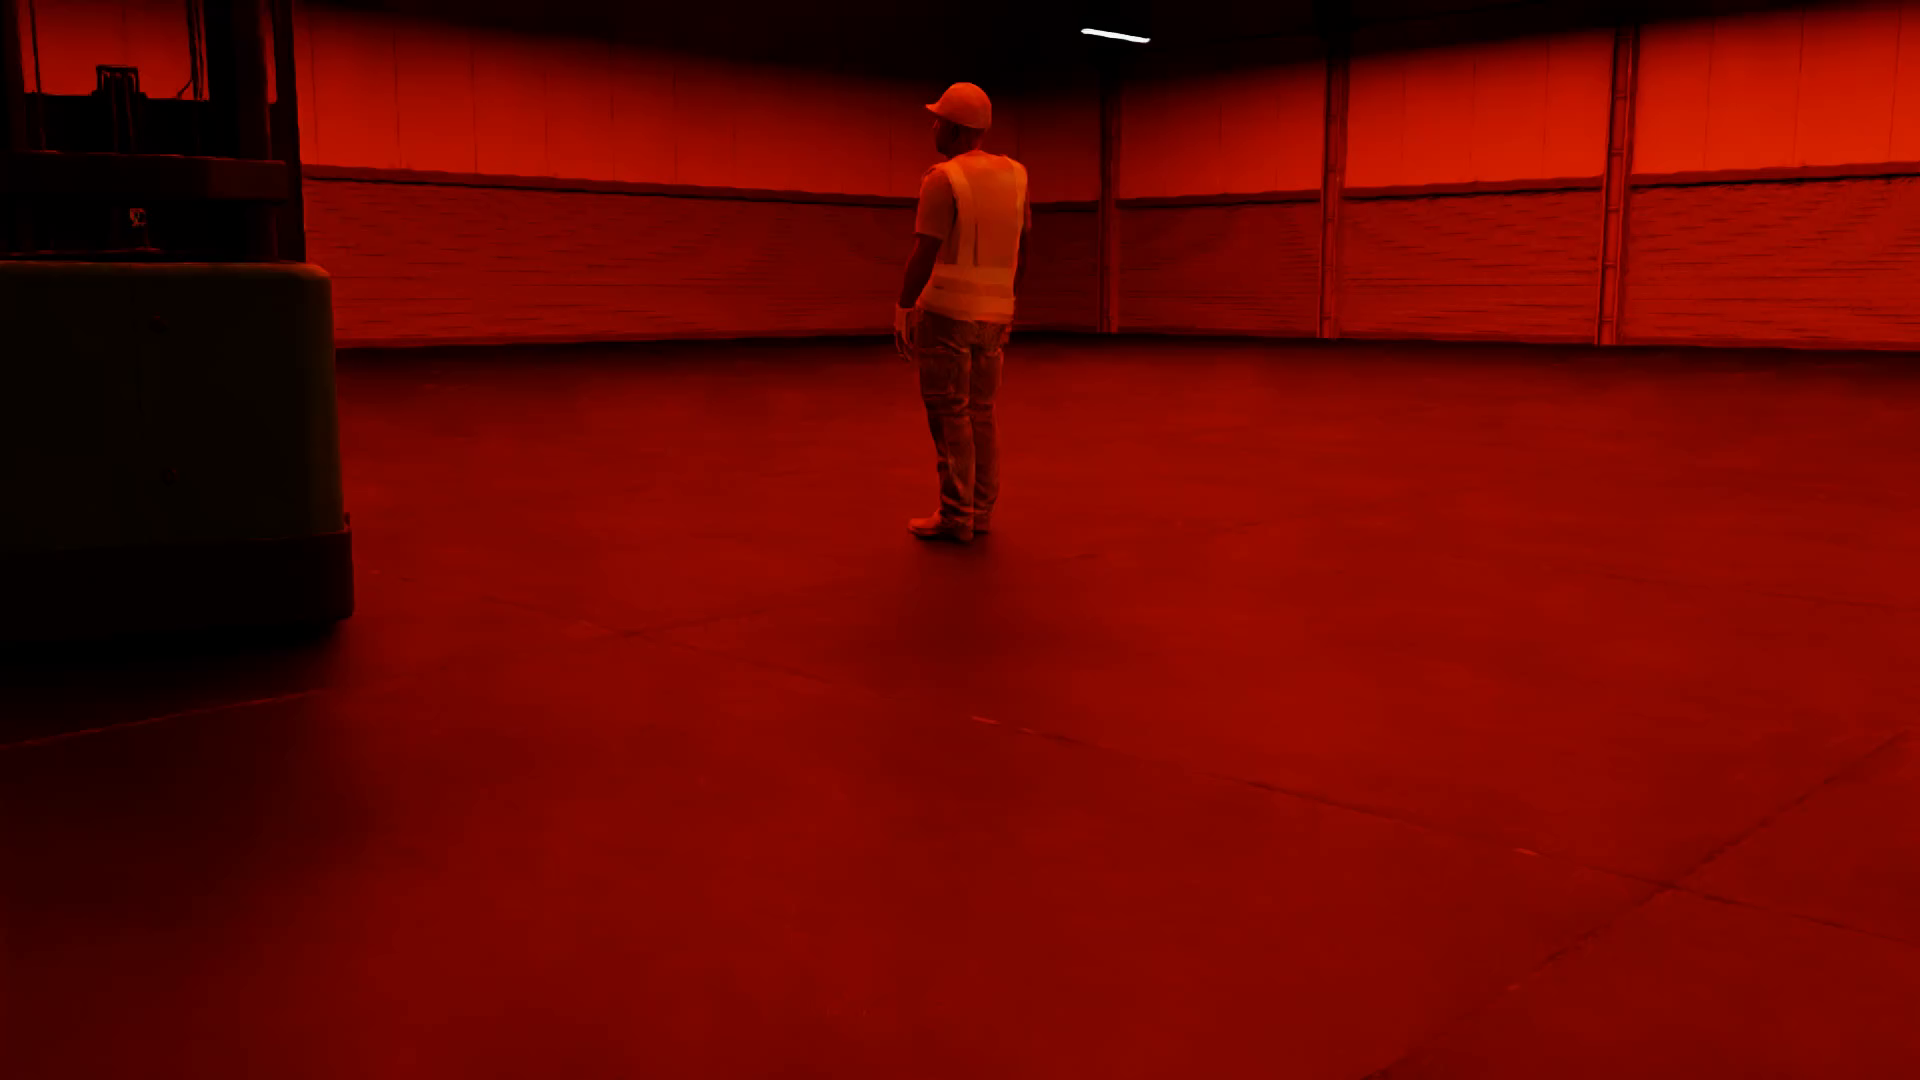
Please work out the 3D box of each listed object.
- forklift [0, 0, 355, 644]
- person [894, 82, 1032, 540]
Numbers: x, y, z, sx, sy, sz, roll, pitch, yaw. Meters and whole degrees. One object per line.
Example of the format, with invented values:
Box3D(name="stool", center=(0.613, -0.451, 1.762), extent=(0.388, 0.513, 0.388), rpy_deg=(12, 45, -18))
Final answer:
Box3D(name="forklift", center=(-2.871, -1.330, 5.706), extent=(1.130, 2.935, 3.031), rpy_deg=(-4, 10, -26))
Box3D(name="person", center=(-0.046, -0.897, 6.639), extent=(0.576, 1.782, 0.655), rpy_deg=(8, 12, 43))
